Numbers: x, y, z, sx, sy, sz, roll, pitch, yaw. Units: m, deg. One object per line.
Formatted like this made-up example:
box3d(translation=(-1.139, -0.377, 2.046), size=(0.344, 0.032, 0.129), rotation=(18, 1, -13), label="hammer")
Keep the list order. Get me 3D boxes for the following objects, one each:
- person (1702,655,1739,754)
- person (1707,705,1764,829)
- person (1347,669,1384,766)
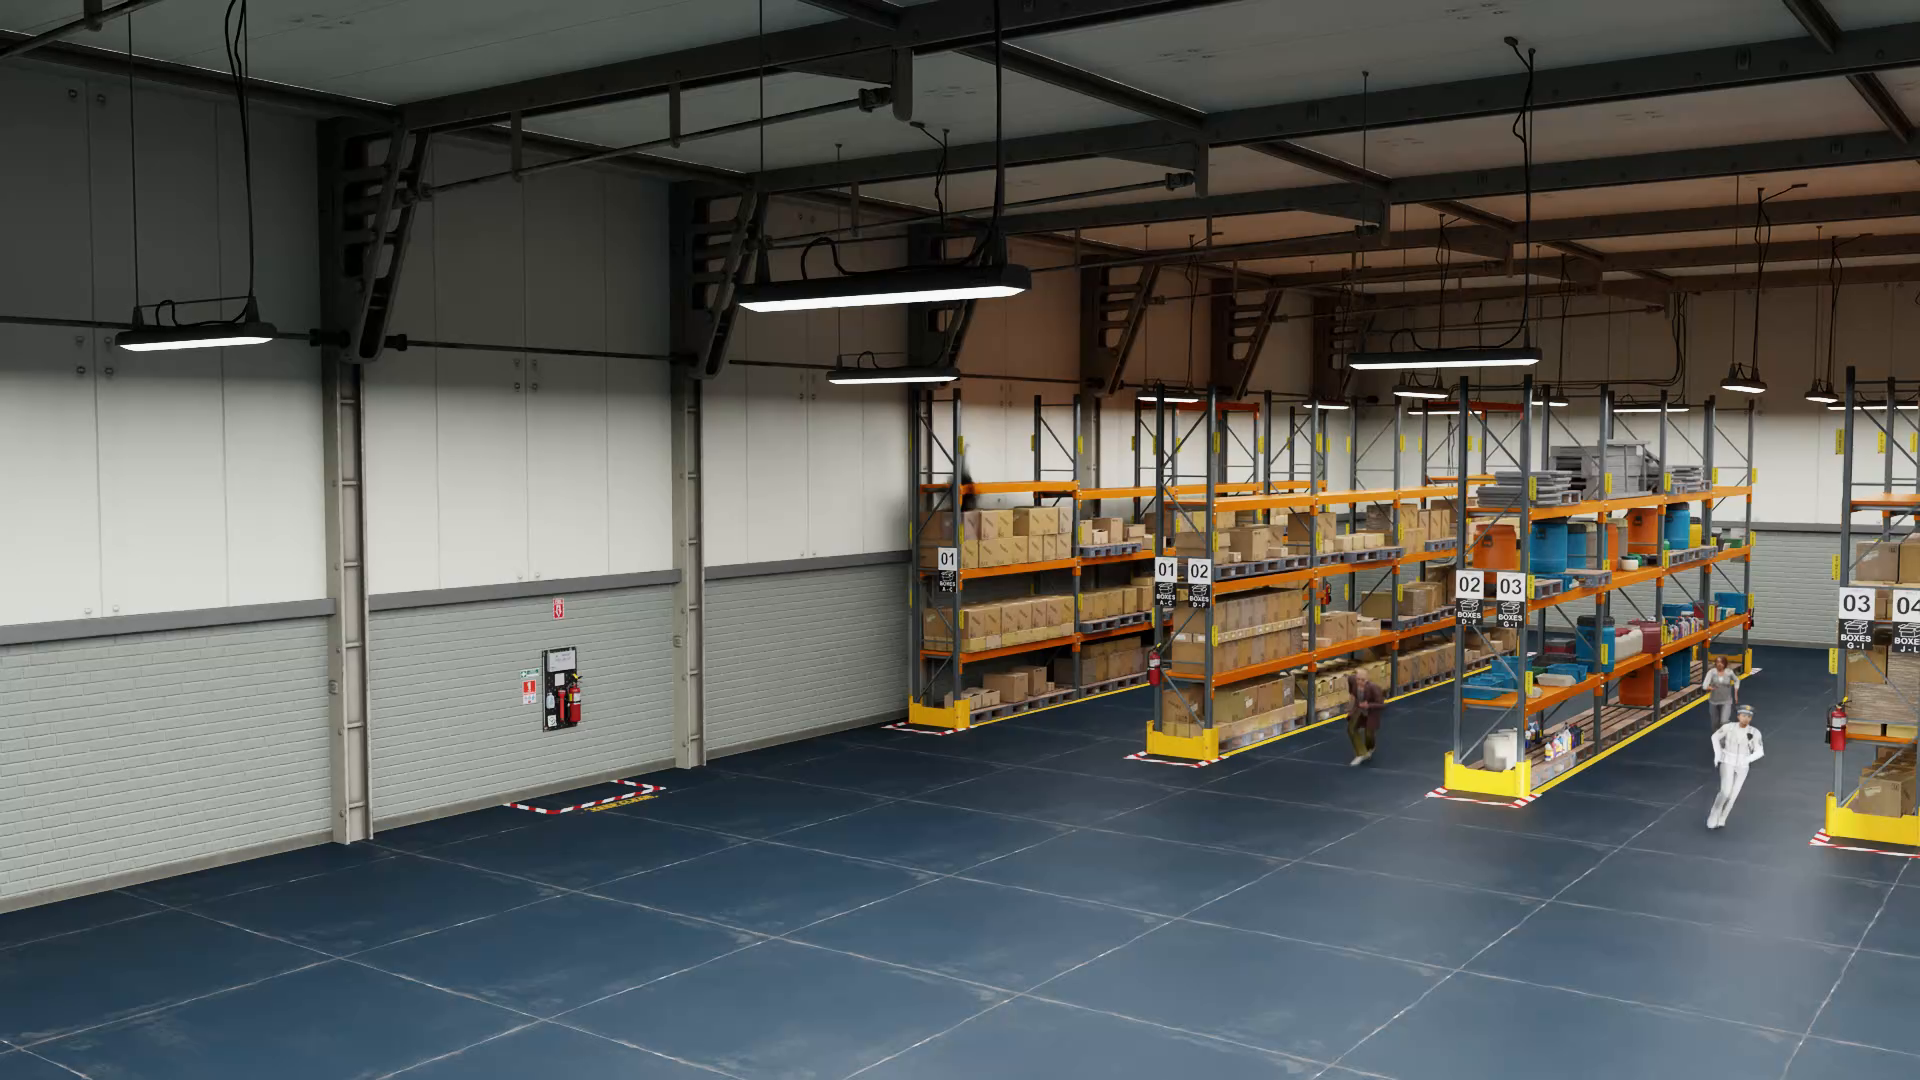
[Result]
box3d(translation=(12.261, 2.655, 26.815), size=(0.536, 1.626, 0.808), rotation=(2, 4, 27), label="person")
box3d(translation=(10.071, 2.951, 21.590), size=(0.645, 1.654, 0.596), rotation=(1, 3, 15), label="person")
box3d(translation=(6.395, 2.761, 26.138), size=(0.693, 1.567, 1.235), rotation=(2, 4, 30), label="person")
